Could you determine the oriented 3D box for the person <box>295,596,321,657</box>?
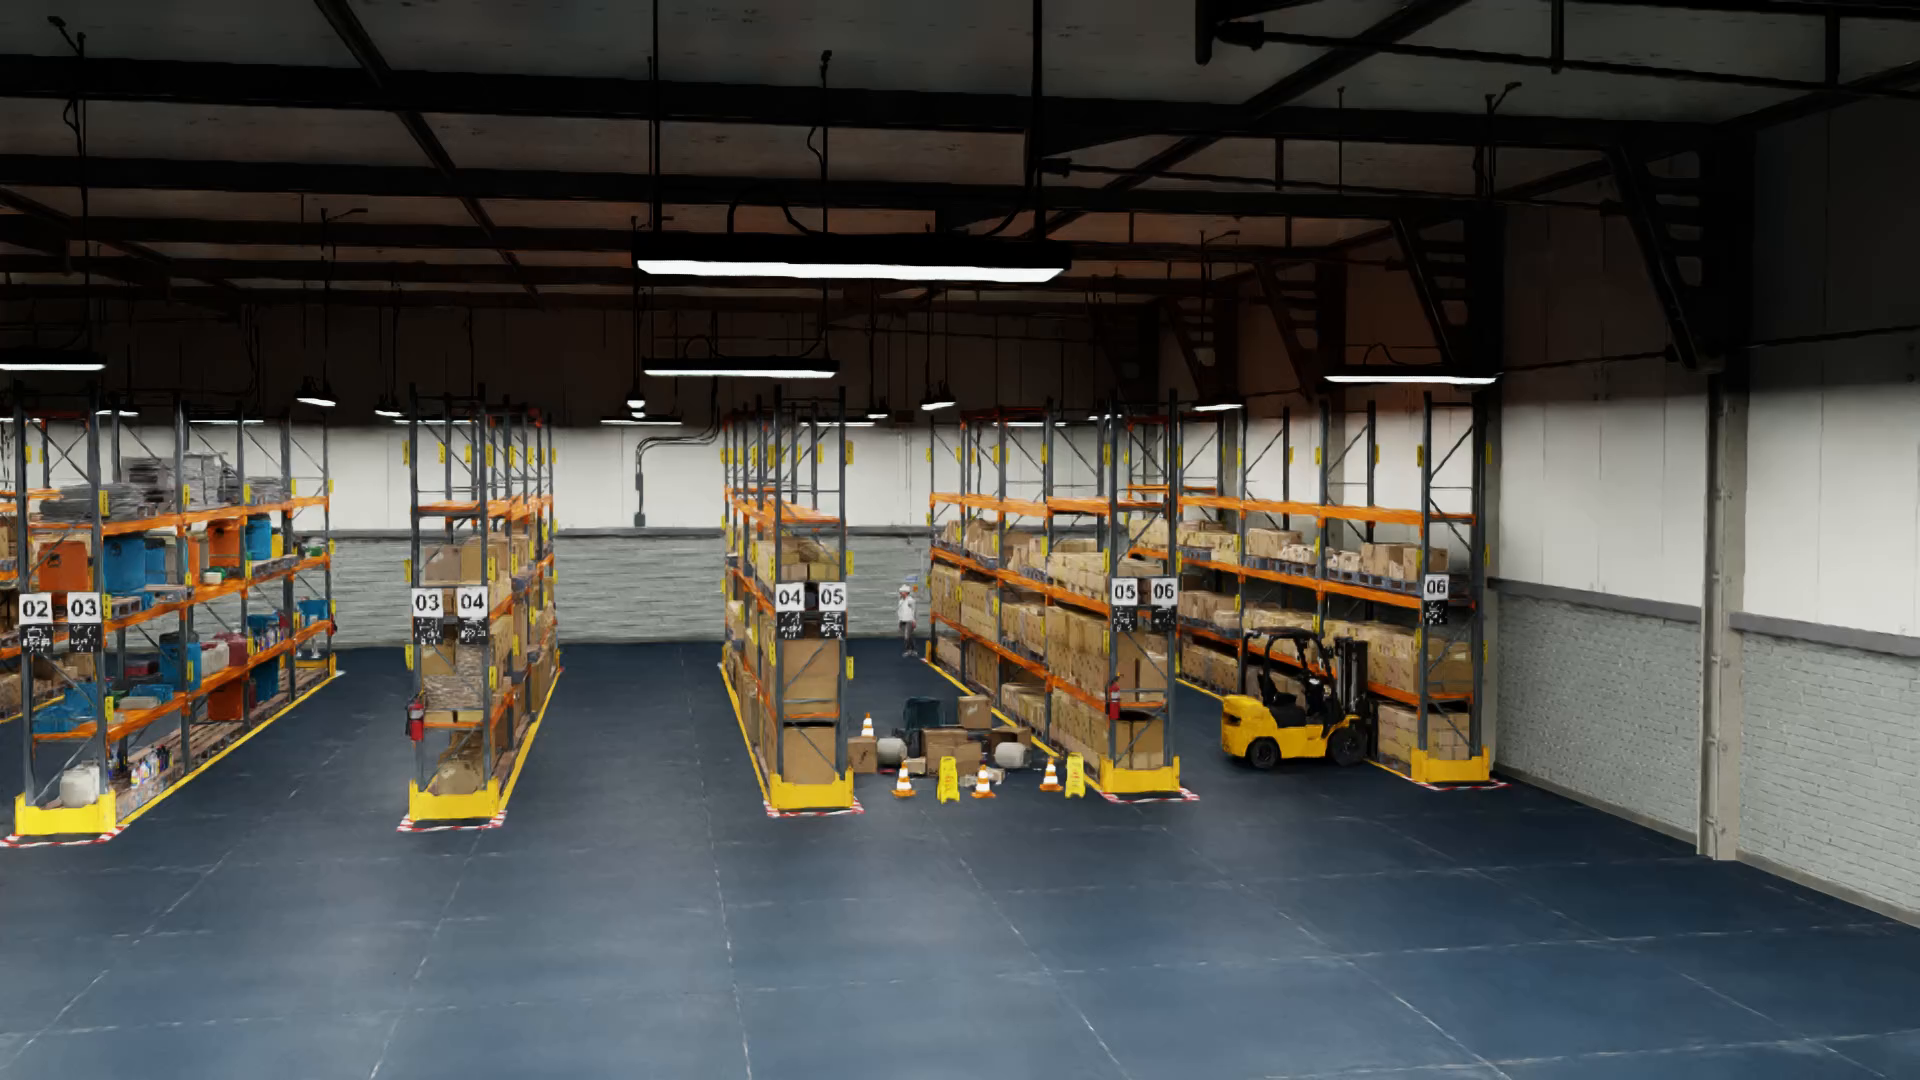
[{"bbox_3d":[-16.235,2.137,41.262,0.560,1.538,0.722,-2,3,-33],"label":"person"}]

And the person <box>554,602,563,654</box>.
[{"bbox_3d":[-10.401,2.032,41.673,0.709,1.701,0.797,-2,3,-30],"label":"person"}]

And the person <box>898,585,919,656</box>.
[{"bbox_3d":[-1.298,2.011,41.412,0.399,1.767,0.643,-3,4,-42],"label":"person"}]
